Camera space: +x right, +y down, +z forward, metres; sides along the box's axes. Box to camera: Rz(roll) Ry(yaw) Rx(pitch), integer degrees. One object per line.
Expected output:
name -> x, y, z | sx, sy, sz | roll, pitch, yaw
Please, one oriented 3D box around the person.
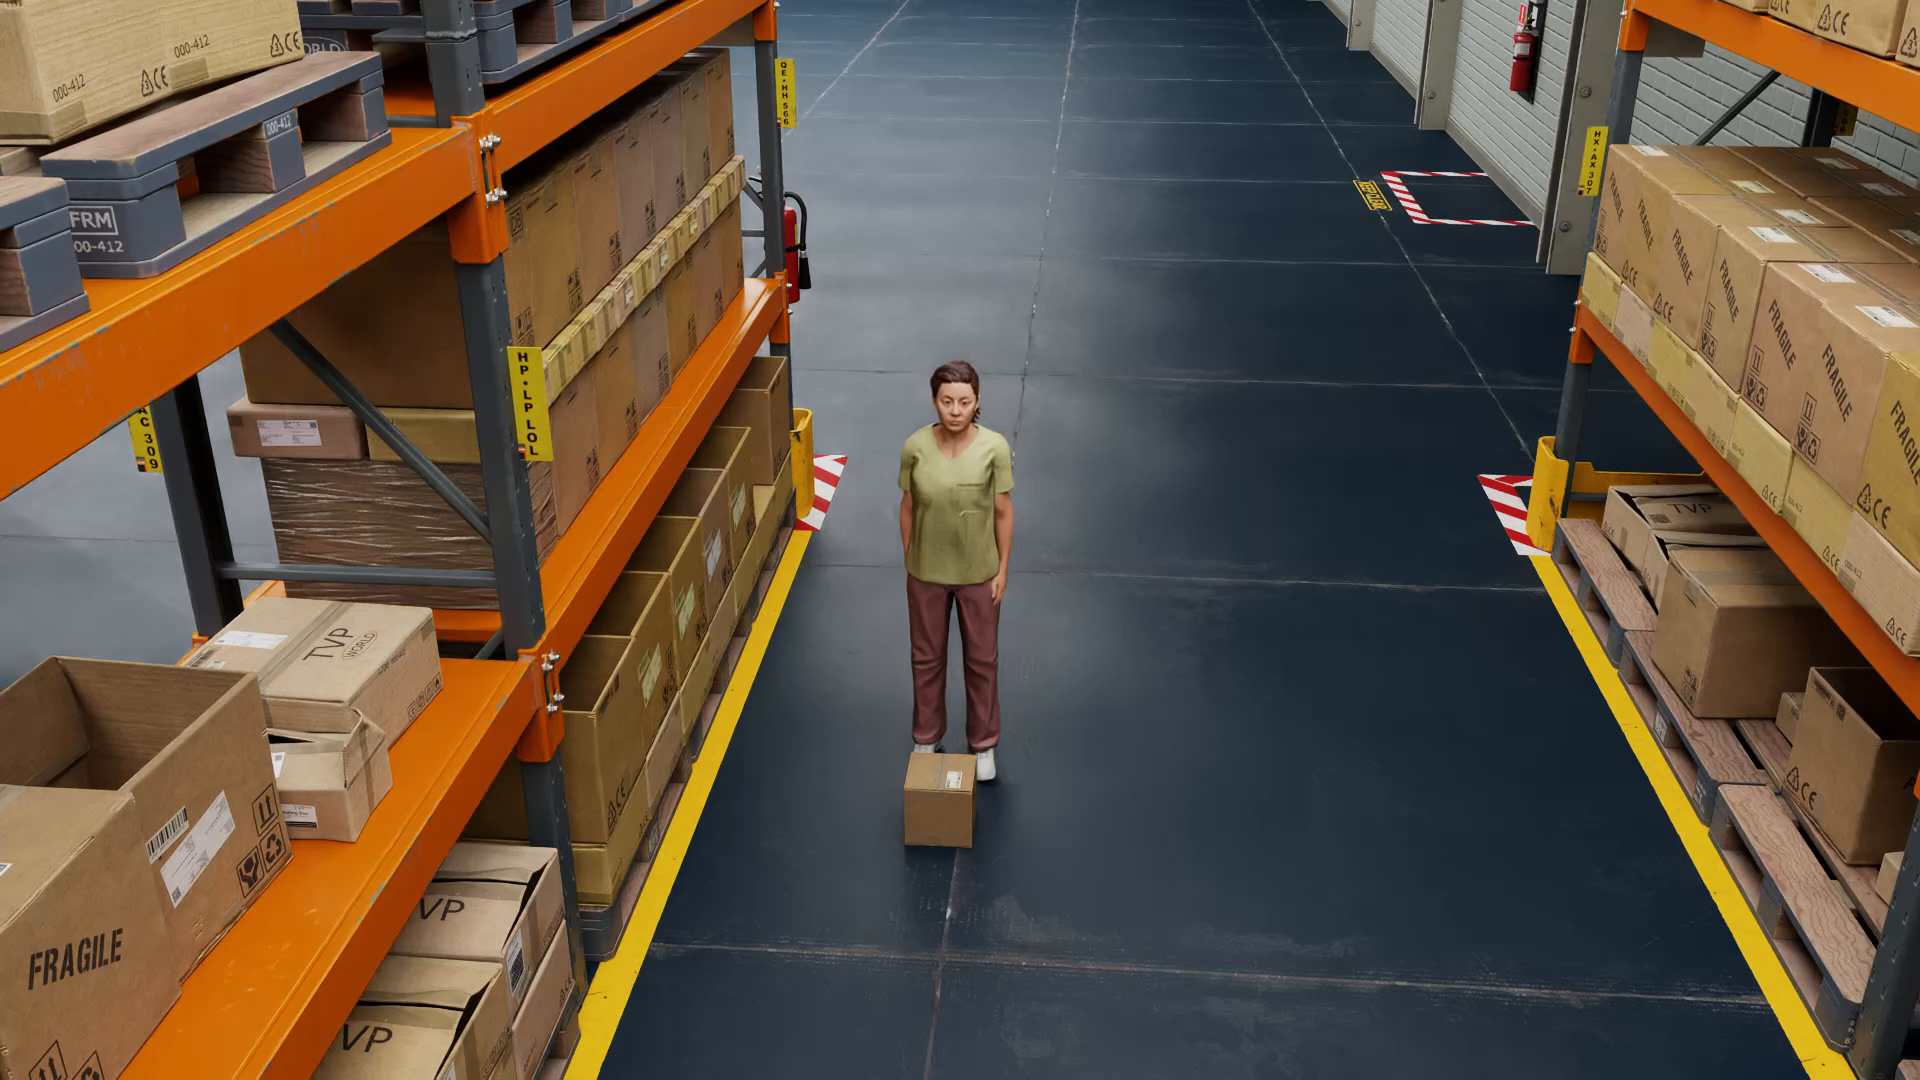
person -> -0.019, 0.122, 6.346 | 0.439, 1.673, 0.359 | 3, 25, 6
